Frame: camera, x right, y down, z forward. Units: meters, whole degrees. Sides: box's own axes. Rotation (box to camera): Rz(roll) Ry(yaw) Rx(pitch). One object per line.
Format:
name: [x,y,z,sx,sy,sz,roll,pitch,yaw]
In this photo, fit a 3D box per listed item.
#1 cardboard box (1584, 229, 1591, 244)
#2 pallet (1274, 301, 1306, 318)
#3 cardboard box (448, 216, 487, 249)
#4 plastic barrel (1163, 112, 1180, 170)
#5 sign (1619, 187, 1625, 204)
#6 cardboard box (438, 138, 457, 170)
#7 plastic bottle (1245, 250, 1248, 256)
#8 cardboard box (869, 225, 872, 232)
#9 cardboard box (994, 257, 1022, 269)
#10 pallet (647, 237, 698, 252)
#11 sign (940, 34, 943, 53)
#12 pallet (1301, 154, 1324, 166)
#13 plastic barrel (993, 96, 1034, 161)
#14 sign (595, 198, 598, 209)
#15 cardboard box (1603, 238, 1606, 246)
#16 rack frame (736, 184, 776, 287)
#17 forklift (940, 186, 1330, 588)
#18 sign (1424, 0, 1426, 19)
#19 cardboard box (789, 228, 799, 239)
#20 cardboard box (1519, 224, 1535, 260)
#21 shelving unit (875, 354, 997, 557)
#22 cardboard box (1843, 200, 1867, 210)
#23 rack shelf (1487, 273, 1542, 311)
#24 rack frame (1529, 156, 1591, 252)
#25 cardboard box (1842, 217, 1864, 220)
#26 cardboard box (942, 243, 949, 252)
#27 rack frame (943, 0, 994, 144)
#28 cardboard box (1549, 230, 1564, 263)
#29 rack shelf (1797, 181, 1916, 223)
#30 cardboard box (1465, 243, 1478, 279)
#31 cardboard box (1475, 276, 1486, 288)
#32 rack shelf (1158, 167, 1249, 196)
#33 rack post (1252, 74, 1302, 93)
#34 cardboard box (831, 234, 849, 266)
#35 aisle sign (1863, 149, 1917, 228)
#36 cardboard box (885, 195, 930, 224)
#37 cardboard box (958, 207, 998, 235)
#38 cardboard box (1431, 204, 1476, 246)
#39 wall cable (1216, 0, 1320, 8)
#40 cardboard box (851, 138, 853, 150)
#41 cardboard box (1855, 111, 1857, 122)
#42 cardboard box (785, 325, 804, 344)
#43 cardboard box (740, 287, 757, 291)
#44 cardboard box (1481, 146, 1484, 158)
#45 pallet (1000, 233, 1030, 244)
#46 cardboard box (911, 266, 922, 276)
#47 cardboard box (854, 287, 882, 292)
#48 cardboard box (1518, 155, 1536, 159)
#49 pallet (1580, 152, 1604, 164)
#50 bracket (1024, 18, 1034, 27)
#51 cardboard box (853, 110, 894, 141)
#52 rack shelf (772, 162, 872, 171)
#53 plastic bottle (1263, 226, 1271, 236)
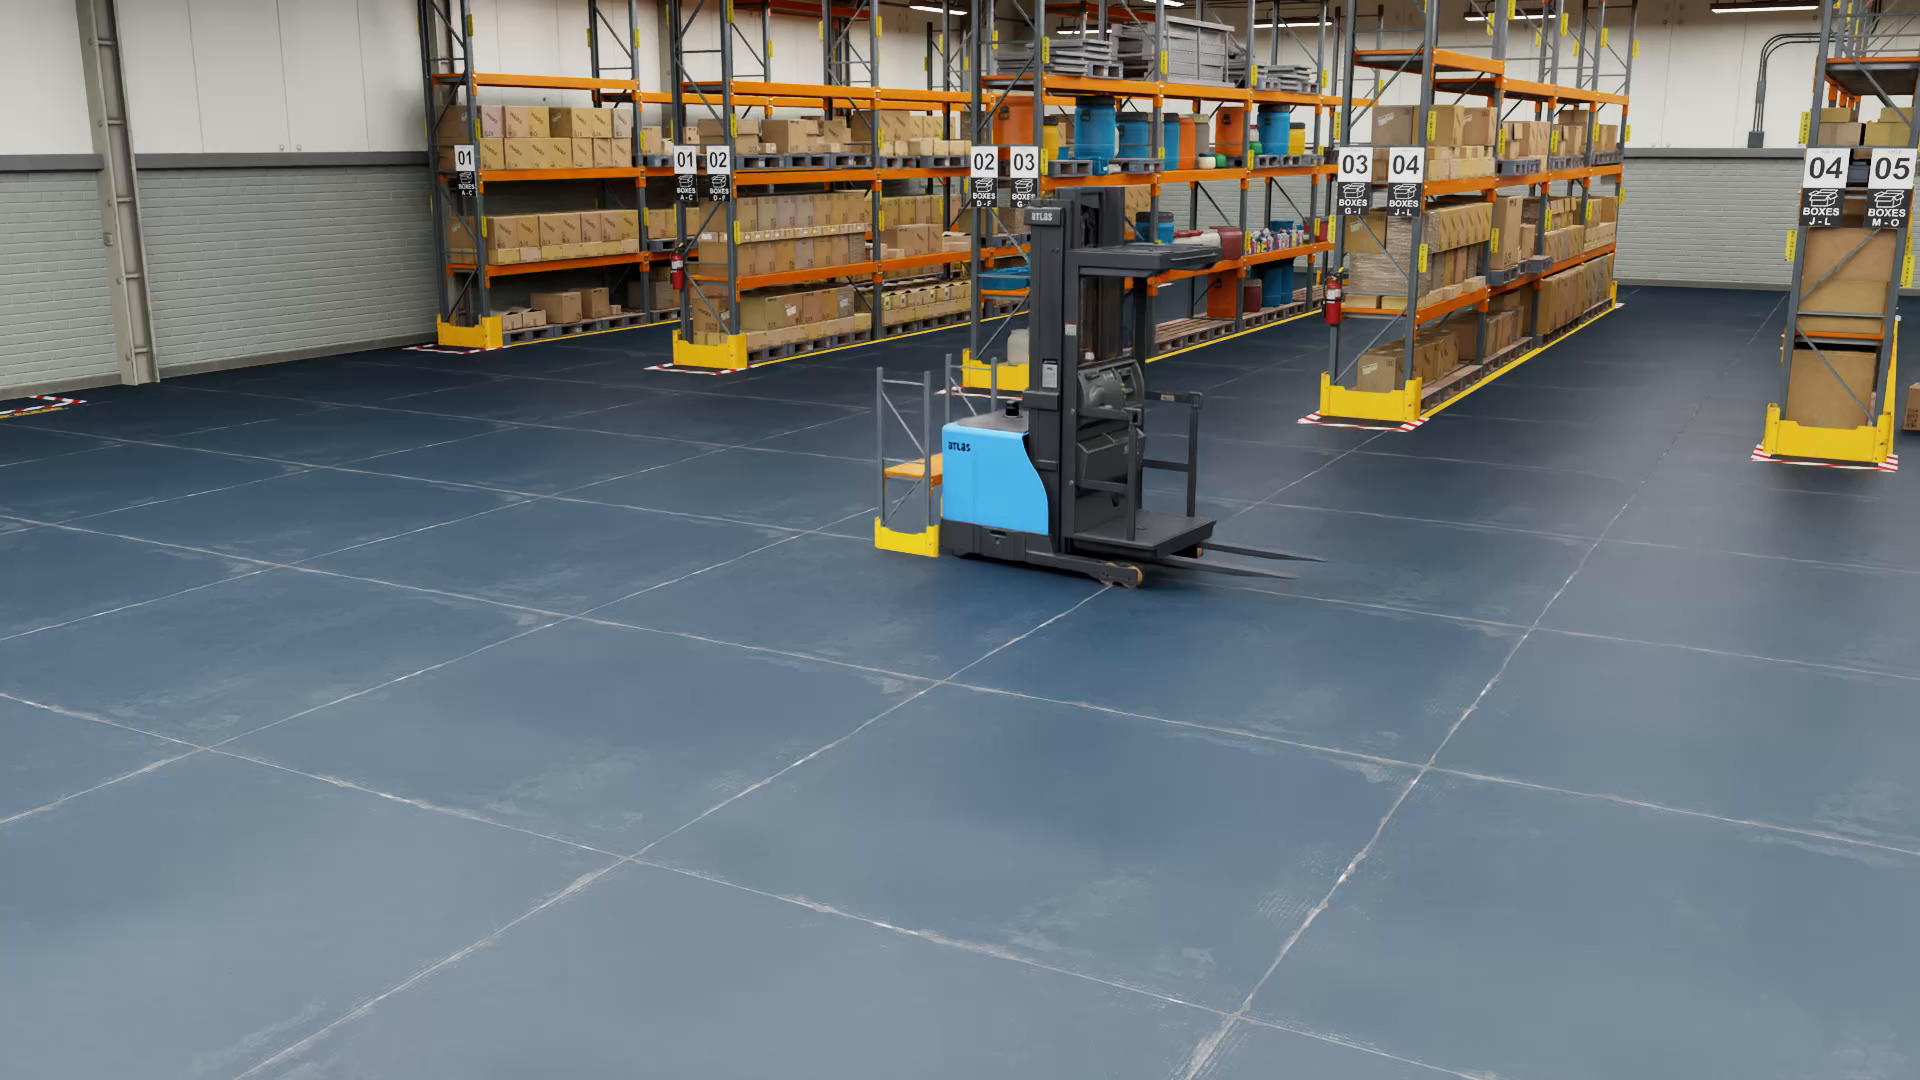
cardboard box: [11.207,-5.547,30.329,0.500,0.250,0.500,7,15,27]
pallet: [6.006,-4.461,32.087,1.003,0.211,1.213,7,15,28]
cardboard box: [-8.017,-5.053,27.269,0.500,0.500,0.500,7,15,27]
plastic barrel: [3.236,-6.428,26.826,0.600,0.901,0.708,7,15,28]
sign: [13.153,-6.843,33.043,0.100,0.325,0.005,7,15,28]
cardboard box: [-8.078,-6.261,26.949,0.500,0.500,0.500,9,16,32]
plastic bottle: [4.973,-5.141,29.224,0.152,0.276,0.135,7,15,28]
cardboard box: [-2.173,-6.879,36.659,0.380,0.149,0.250,8,15,29]
cardboard box: [0.908,-5.515,33.306,0.500,0.250,0.500,7,15,27]
pallet: [-5.628,-5.498,30.849,1.003,0.211,1.213,7,15,28]
sign: [-0.333,-9.180,30.749,0.100,0.325,0.005,7,15,28]
pallet: [6.122,-7.165,31.354,1.213,0.211,1.003,7,15,28]
plastic barrel: [0.738,-5.493,22.207,0.600,0.830,0.708,7,15,28]
sign: [-6.612,-6.076,30.367,0.100,0.325,0.005,7,15,28]
cardboard box: [12.183,-5.734,31.954,0.380,0.149,0.250,7,15,28]
rack frame: [-4.191,-6.272,33.649,1.000,3.000,0.127,7,15,28]
forklift: [1.343,-1.201,12.762,3.031,2.935,1.130,9,16,34]
sign: [6.395,-7.277,22.686,0.100,0.325,0.005,7,15,28]
cardboard box: [-2.721,-4.755,25.758,0.380,0.149,0.250,7,15,27]
cardboard box: [8.409,-4.600,25.604,0.700,0.500,0.500,10,17,36]
shelving unit: [-0.173,-0.736,13.885,0.587,1.500,1.083,9,16,32]
cardboard box: [15.034,-5.633,28.015,0.500,0.500,0.500,7,15,26]
rack shelf: [7.850,-3.828,25.047,1.077,0.370,4.000,7,15,28]
rack frame: [10.751,-5.409,30.069,1.000,3.000,0.127,7,15,28]
cardboard box: [10.423,-3.490,19.484,0.875,0.550,0.550,7,15,28]
cardboard box: [-0.420,-5.321,30.242,0.380,0.149,0.250,9,16,32]
rack frame: [0.147,-8.628,30.621,1.000,3.000,0.127,7,15,28]
cardboard box: [9.782,-4.917,27.817,0.500,0.500,0.500,7,15,27]
rack shelf: [10.210,-3.883,18.875,1.077,0.370,4.000,7,15,28]
cardboard box: [6.612,-3.875,22.861,0.875,0.500,0.500,7,15,28]
cardboard box: [7.037,-3.568,22.969,0.380,0.149,0.250,7,15,28]
rack shelf: [3.514,-5.848,27.023,1.077,0.370,4.000,7,15,28]
rack post: [5.548,-8.214,29.970,0.937,0.300,0.954,9,16,34]
cardboard box: [-2.245,-4.739,27.076,0.700,0.500,0.500,7,15,27]
aisle sign: [9.471,-3.579,16.934,0.394,0.787,0.004,7,15,28]
cardboard box: [-1.280,-7.647,38.714,0.980,0.700,0.700,7,15,25]
cardboard box: [0.353,-6.106,31.852,0.700,0.500,0.500,2,14,9]
cardboard box: [6.424,-4.118,21.734,0.500,0.500,0.500,7,15,28]
wall cable: [7.801,-14.449,40.912,3.097,2.526,0.112,7,15,28]
cardboard box: [-2.132,-8.898,37.350,0.500,0.250,0.500,8,15,29]
cardboard box: [10.212,-4.916,19.349,0.380,0.149,0.250,8,15,29]
cardboard box: [-2.786,-3.228,25.993,0.500,0.250,0.500,7,15,28]
cardboard box: [-4.494,-5.117,33.253,0.700,0.500,0.500,8,16,29]
cardboard box: [6.725,-5.142,22.029,0.380,0.149,0.250,7,15,25]
pallet: [1.083,-6.018,33.003,1.003,0.211,1.213,7,15,28]
cardboard box: [-1.310,-6.431,38.746,0.700,0.500,0.500,8,16,29]
cardboard box: [-1.596,-4.254,29.052,0.500,0.311,0.500,8,16,30]
cardboard box: [8.329,-5.642,24.957,0.500,0.250,0.500,8,16,30]
pallet: [11.155,-6.991,30.419,1.003,0.211,1.213,7,15,28]
bracket: [1.881,-13.763,44.239,0.235,0.232,0.430,7,15,28]
cardboard box: [-1.454,-6.967,27.955,0.500,0.500,0.500,8,15,29]
rack shelf: [-3.224,-7.791,35.083,1.077,0.370,4.000,7,15,28]
plastic bottle: [5.942,-5.902,32.221,0.144,0.351,0.185,7,15,28]
